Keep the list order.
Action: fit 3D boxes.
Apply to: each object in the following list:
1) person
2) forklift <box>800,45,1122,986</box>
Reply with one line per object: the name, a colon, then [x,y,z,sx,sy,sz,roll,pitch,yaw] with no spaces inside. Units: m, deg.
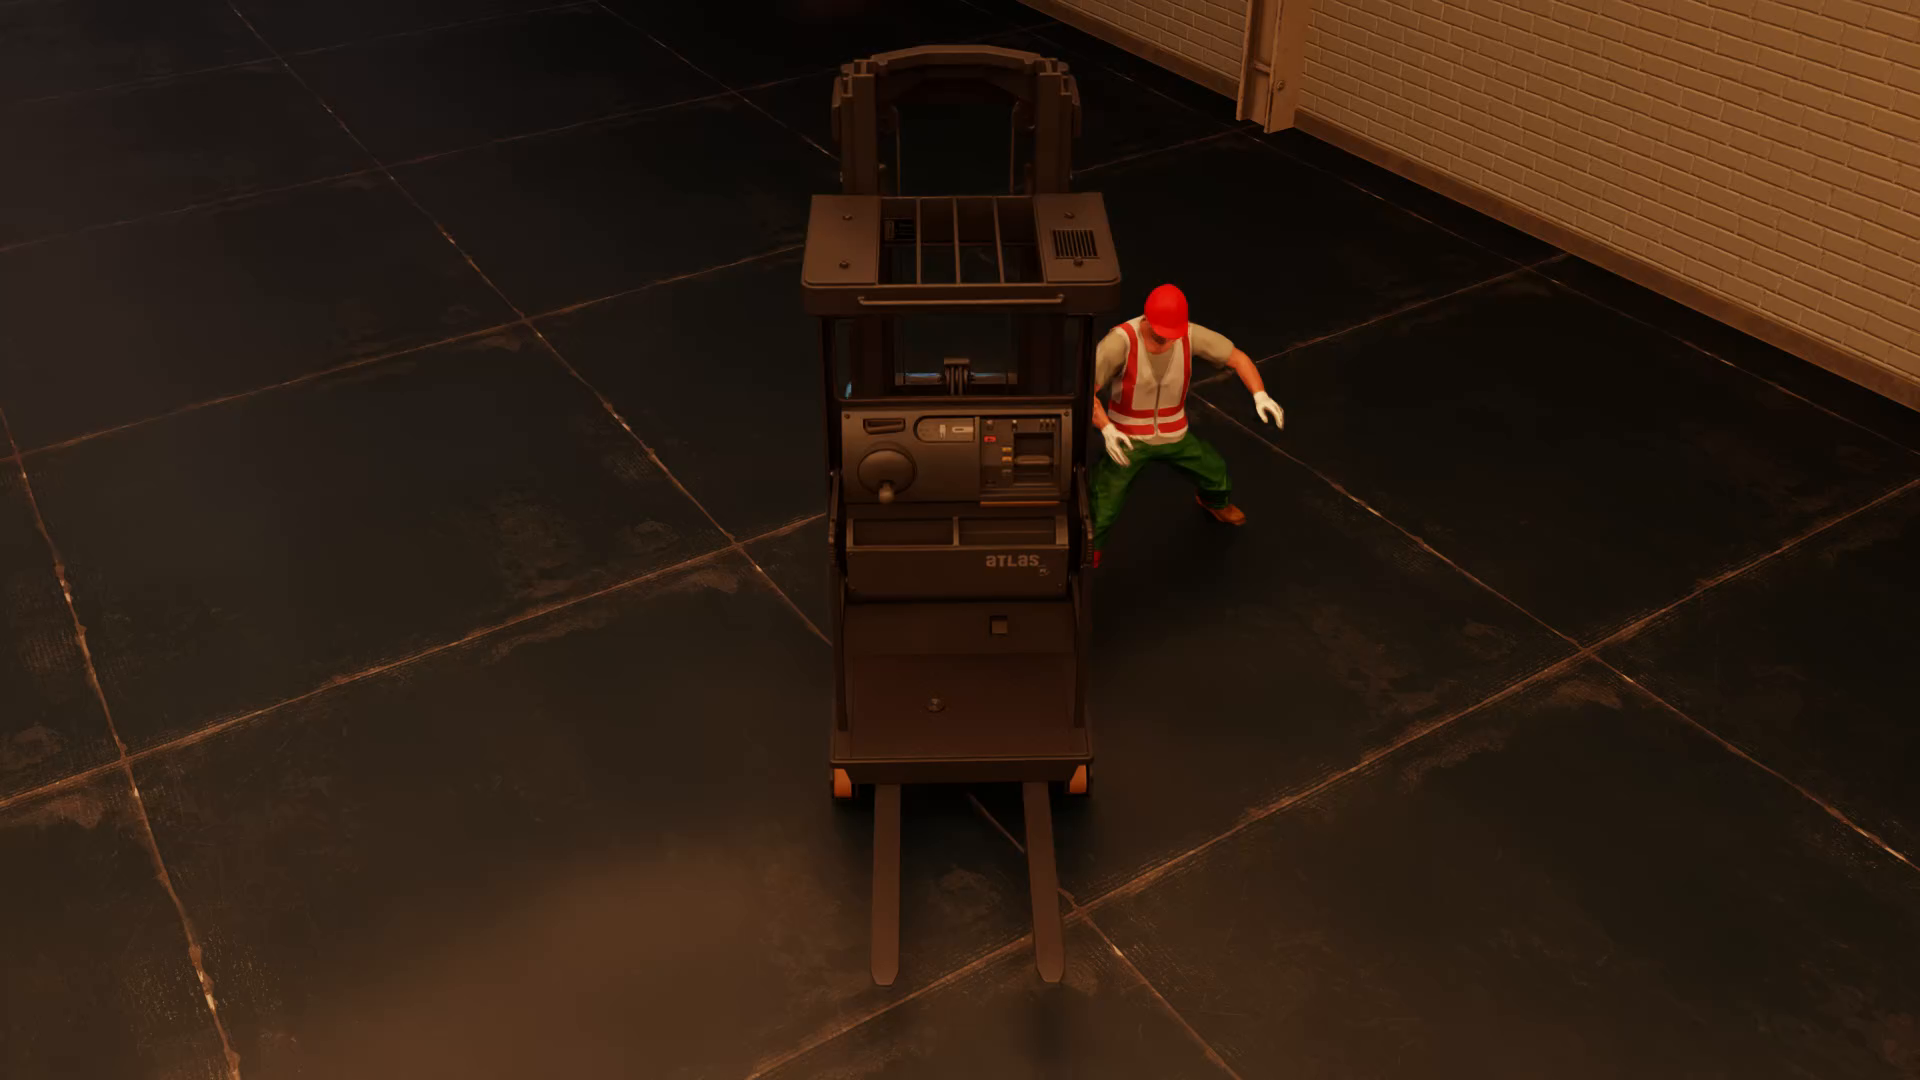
person: [1.002,-0.484,8.033,1.227,1.591,0.976,-8,36,-11]
forklift: [-0.004,-0.280,6.546,1.130,2.935,3.031,-1,35,-1]
